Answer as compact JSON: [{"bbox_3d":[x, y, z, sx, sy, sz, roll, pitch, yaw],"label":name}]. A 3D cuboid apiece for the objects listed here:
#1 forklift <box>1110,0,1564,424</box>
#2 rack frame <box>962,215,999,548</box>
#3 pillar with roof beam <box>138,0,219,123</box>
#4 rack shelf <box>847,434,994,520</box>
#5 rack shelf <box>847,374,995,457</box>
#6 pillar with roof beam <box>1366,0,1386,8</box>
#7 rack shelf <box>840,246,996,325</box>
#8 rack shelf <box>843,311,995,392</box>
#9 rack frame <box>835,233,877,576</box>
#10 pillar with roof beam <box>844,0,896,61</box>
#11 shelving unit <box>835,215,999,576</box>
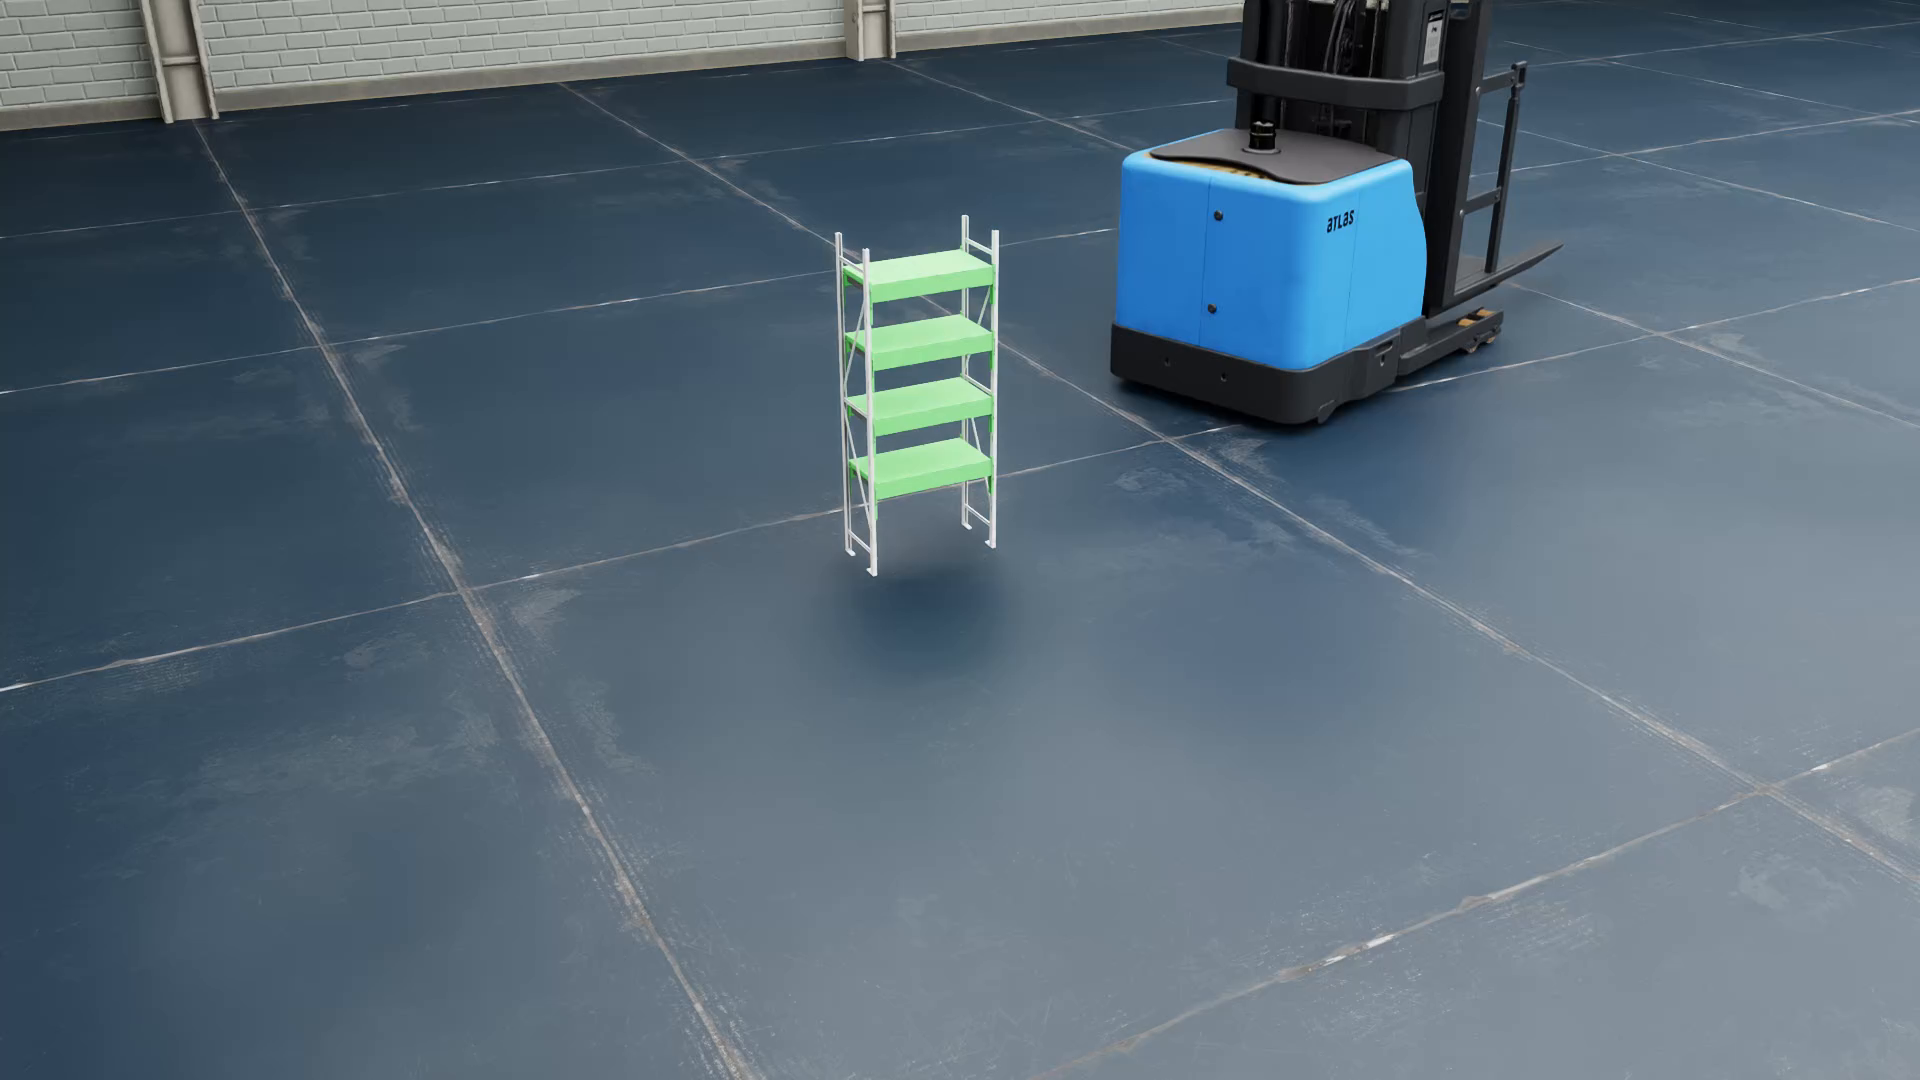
[{"bbox_3d":[2.059,-2.371,7.801,1.130,2.935,3.031,21,33,37],"label":"forklift"},{"bbox_3d":[0.069,-0.557,6.024,0.015,1.200,0.240,-13,29,-25],"label":"rack frame"},{"bbox_3d":[-4.119,-5.788,7.909,0.400,9.000,9.100,-13,29,-25],"label":"pillar with roof beam"},{"bbox_3d":[-0.146,-0.233,6.052,0.480,0.148,0.258,-13,29,-25],"label":"rack shelf"},{"bbox_3d":[-0.146,-0.450,5.948,0.480,0.148,0.258,-13,29,-25],"label":"rack shelf"},{"bbox_3d":[6.470,-8.232,12.999,0.400,9.000,9.100,-13,29,-25],"label":"pillar with roof beam"},{"bbox_3d":[-0.146,-0.882,5.740,0.480,0.148,0.258,-13,29,-25],"label":"rack shelf"},{"bbox_3d":[-0.146,-0.666,5.844,0.480,0.148,0.258,-13,29,-25],"label":"rack shelf"},{"bbox_3d":[-0.361,-0.457,5.817,0.015,1.200,0.240,-13,29,-25],"label":"rack frame"},{"bbox_3d":[1.175,-7.010,10.454,0.400,9.000,9.100,-13,29,-25],"label":"pillar with roof beam"},{"bbox_3d":[-0.146,-0.507,5.920,0.503,1.200,0.258,-13,29,-25],"label":"shelving unit"}]
